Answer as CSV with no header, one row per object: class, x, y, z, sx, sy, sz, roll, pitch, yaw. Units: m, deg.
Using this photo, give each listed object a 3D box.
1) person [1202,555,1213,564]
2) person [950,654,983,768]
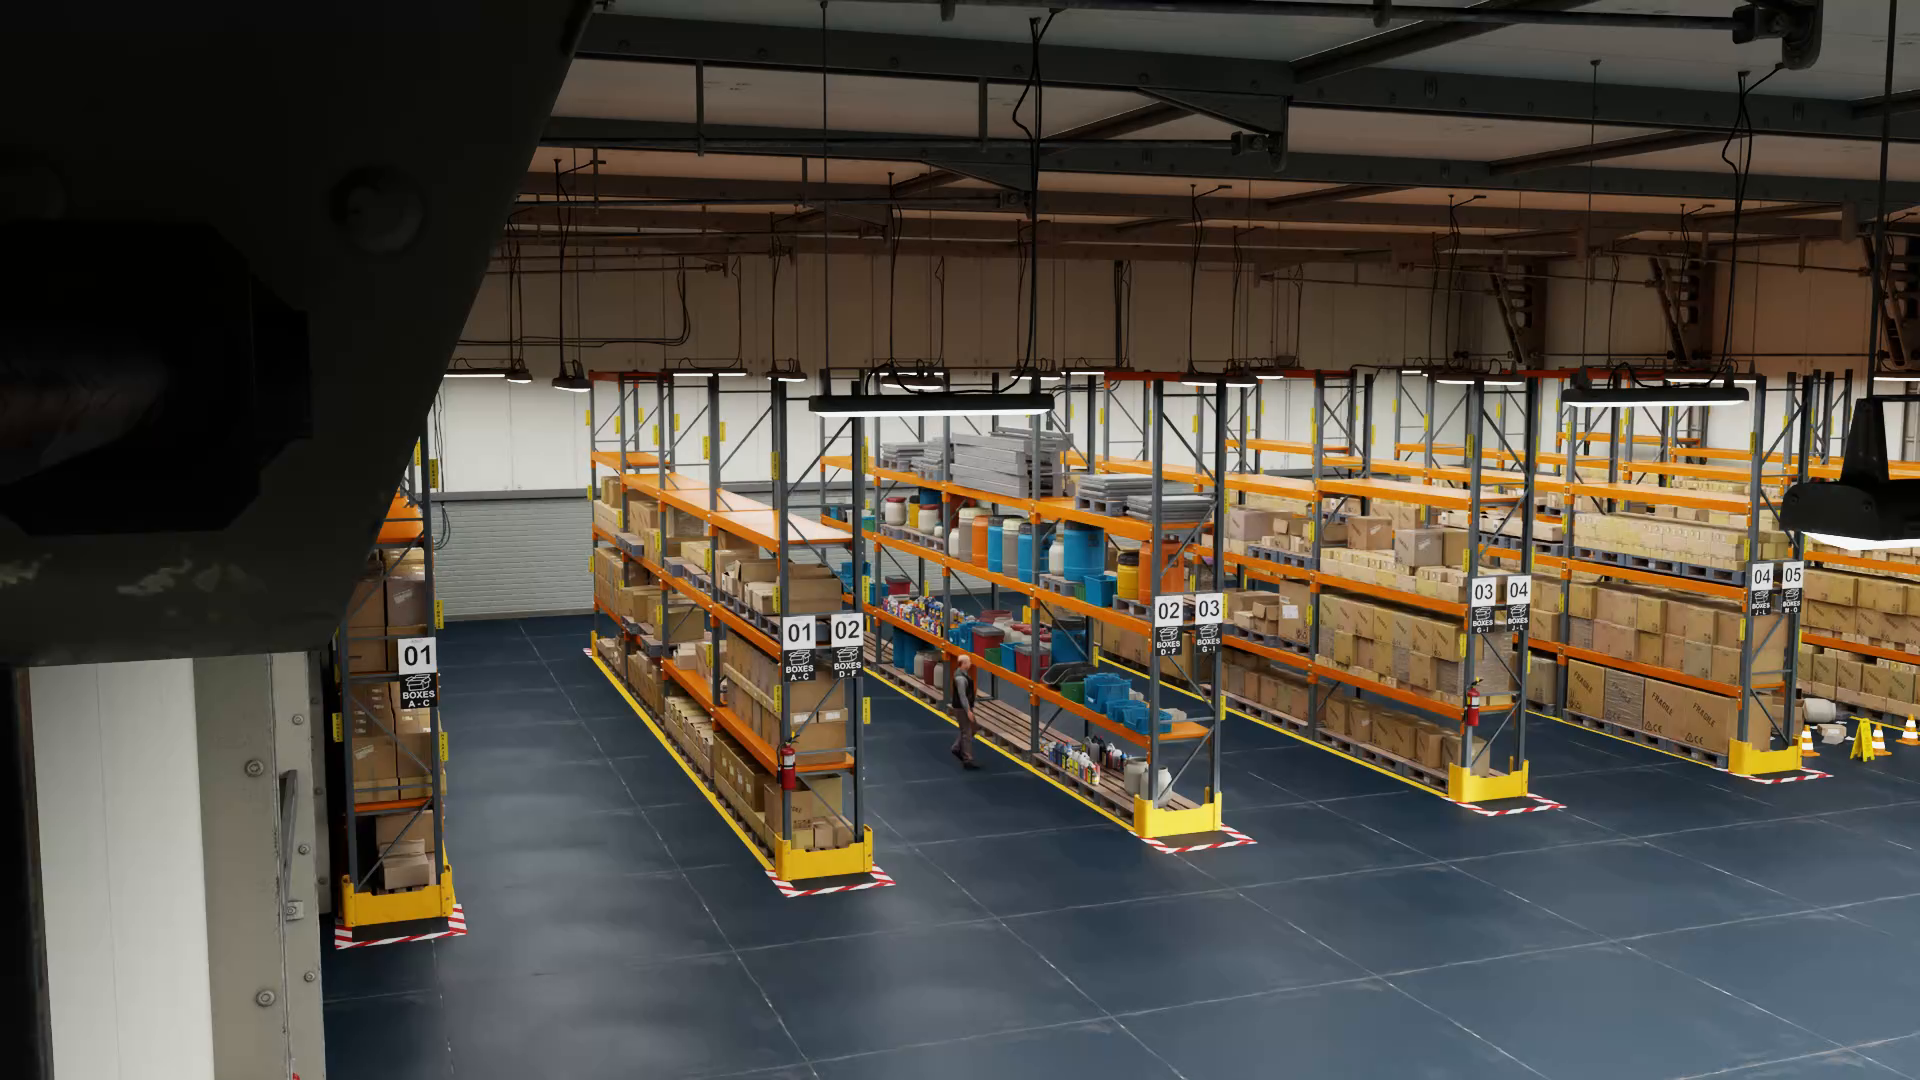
person,6.237,0.830,41.928,0.418,1.577,0.418,4,8,33
person,0.100,2.614,25.656,0.529,1.725,0.653,1,6,5
